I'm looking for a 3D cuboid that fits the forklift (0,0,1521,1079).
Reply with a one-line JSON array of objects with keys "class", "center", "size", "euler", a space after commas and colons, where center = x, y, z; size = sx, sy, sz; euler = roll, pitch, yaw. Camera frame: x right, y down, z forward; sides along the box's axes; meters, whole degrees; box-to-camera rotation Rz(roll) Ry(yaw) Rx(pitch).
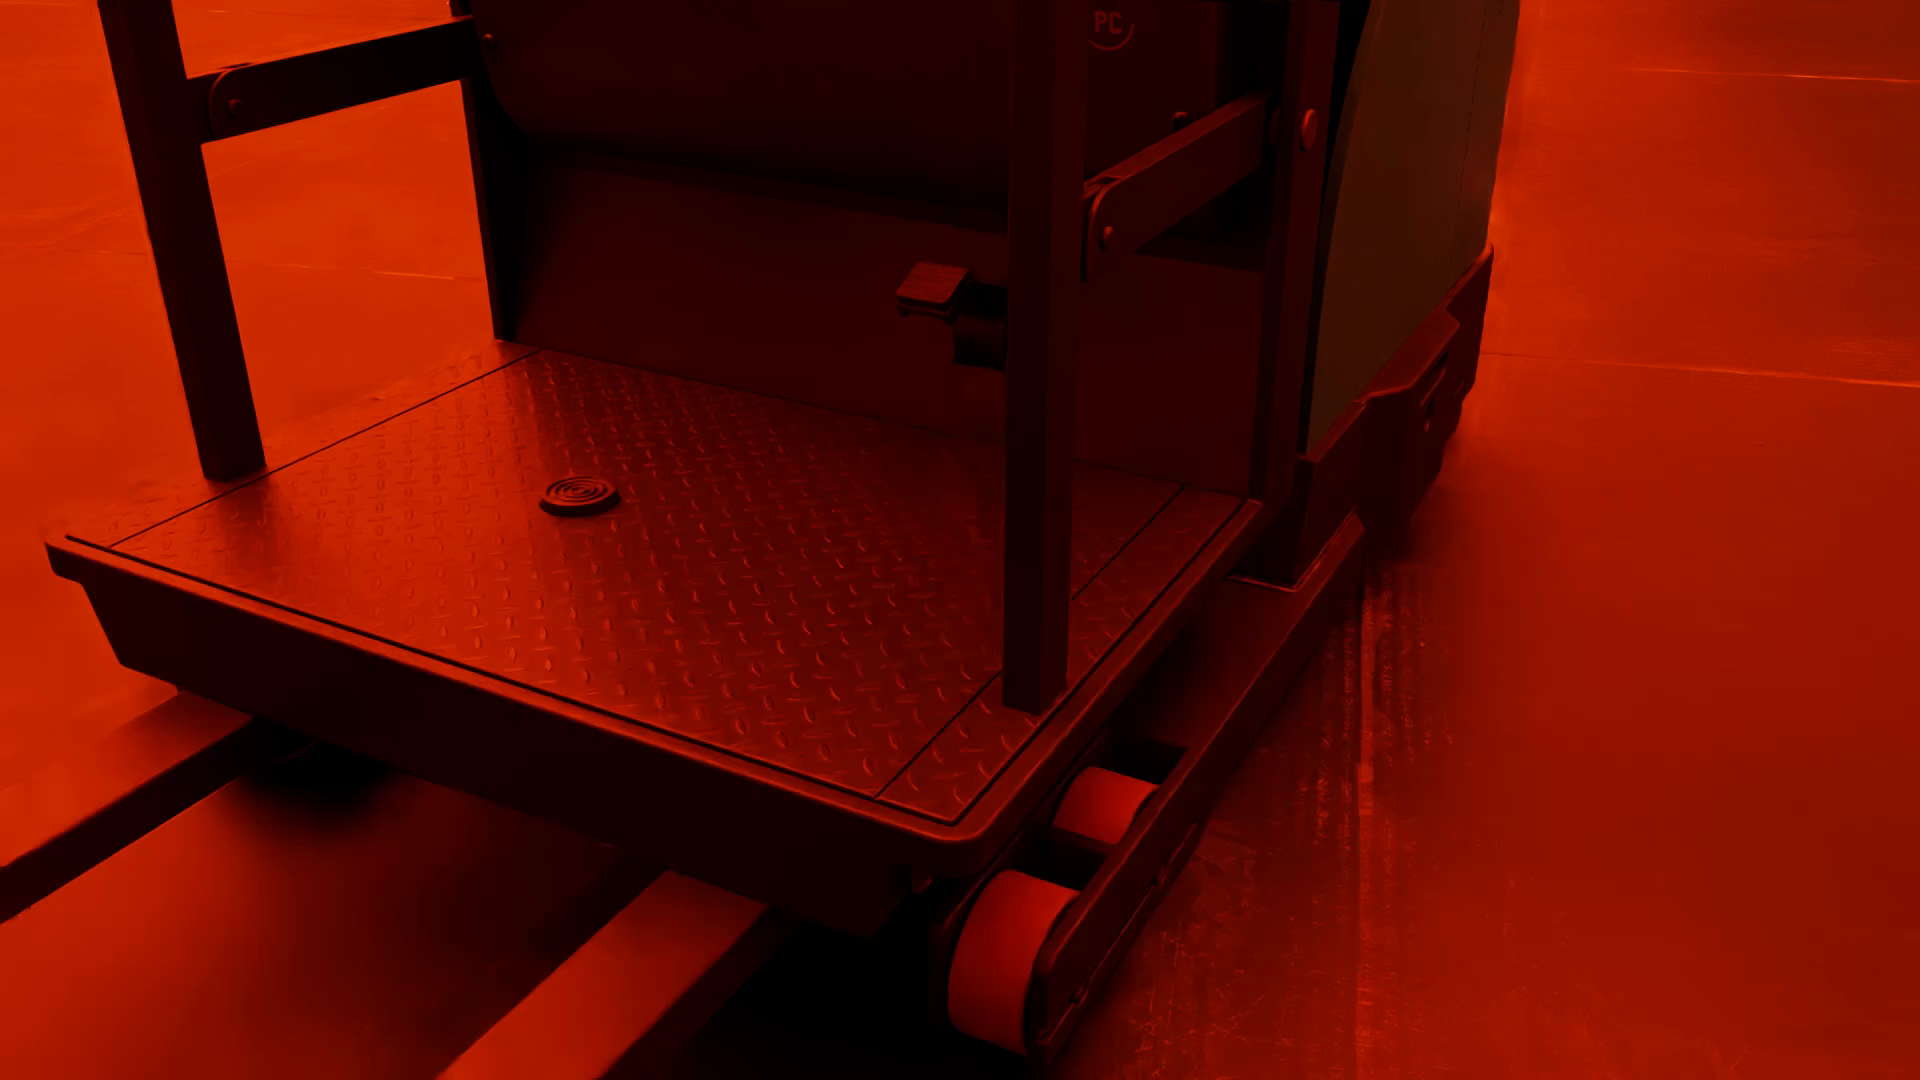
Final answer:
[{"class": "forklift", "center": [-0.247, -1.063, 1.352], "size": [1.130, 2.935, 3.031], "euler": [14, 30, 25]}]
